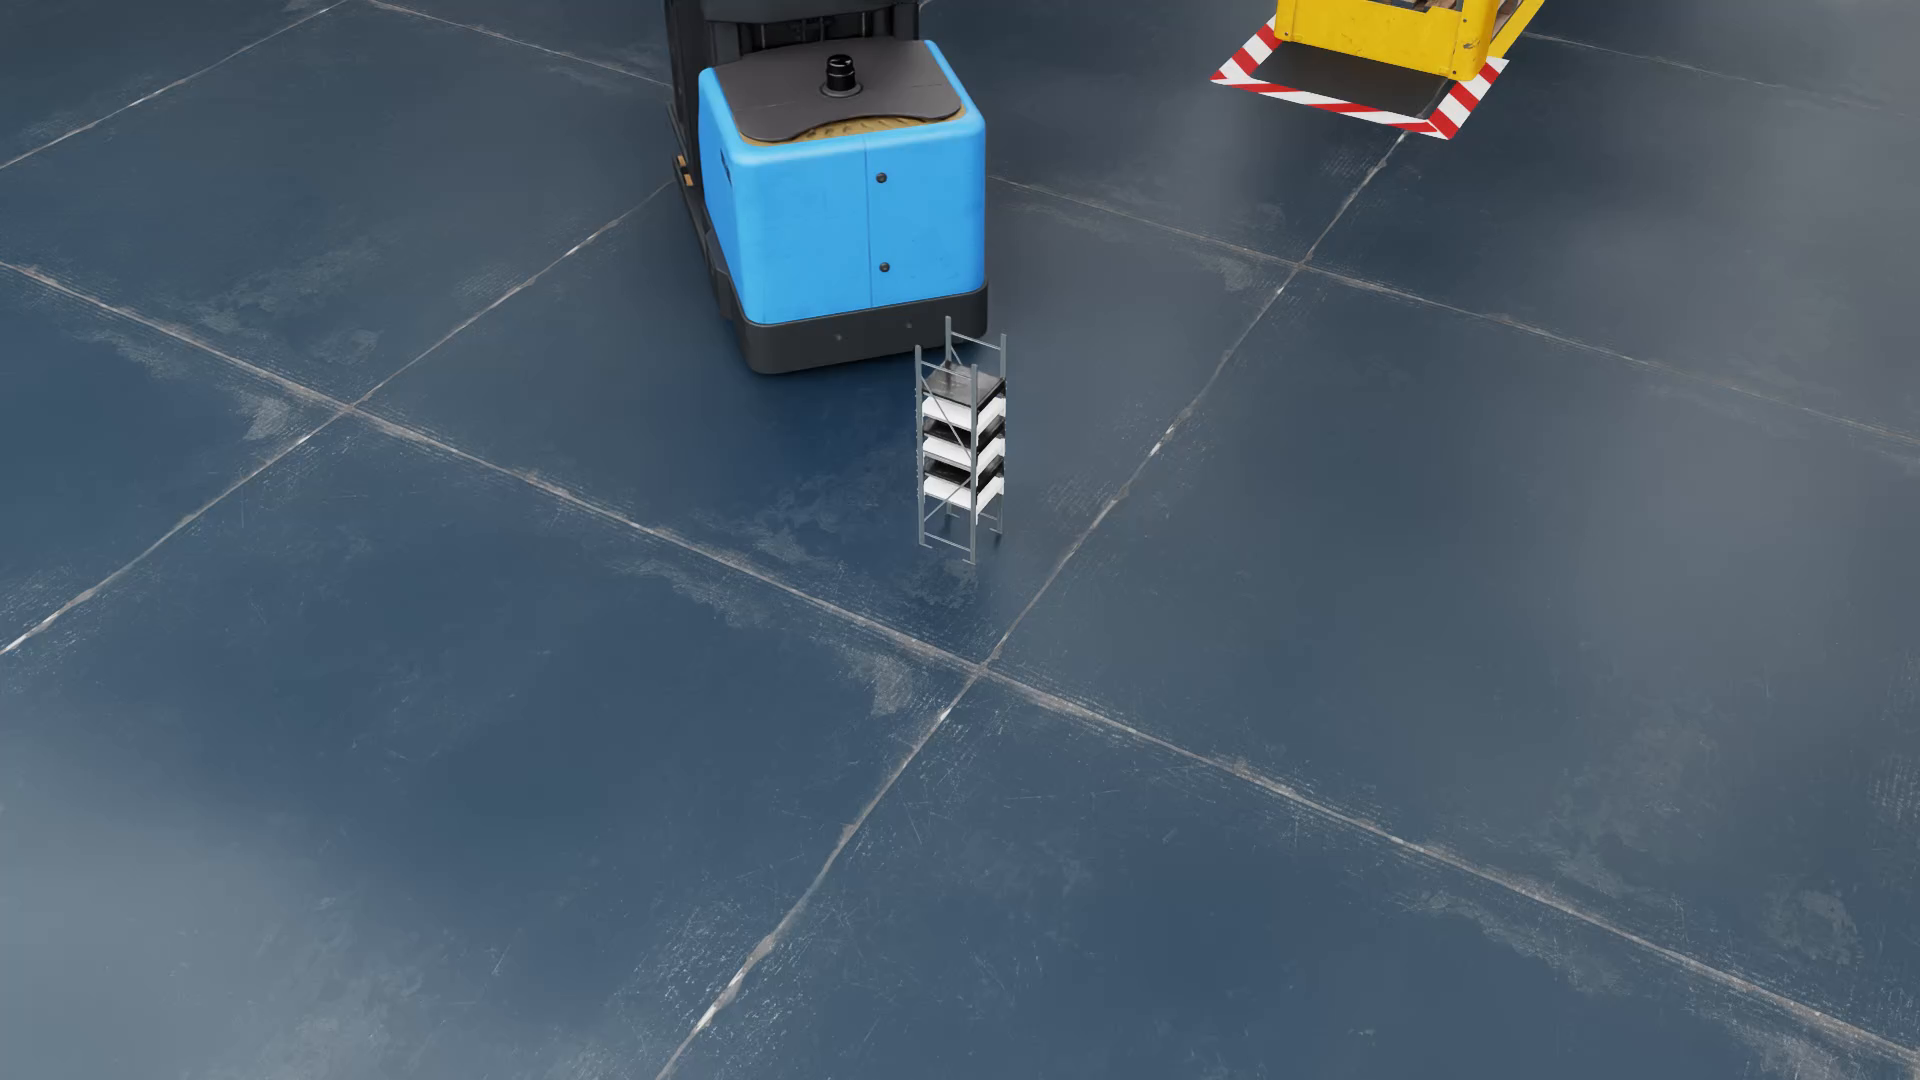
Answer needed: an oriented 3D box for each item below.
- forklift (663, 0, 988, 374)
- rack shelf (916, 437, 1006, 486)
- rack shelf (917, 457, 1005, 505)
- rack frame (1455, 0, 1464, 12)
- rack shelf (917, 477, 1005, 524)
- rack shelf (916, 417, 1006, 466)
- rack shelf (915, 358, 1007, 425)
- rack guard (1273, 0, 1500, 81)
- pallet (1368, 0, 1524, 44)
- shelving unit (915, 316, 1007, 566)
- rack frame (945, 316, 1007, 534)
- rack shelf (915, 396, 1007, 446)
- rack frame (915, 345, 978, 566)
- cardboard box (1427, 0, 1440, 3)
[{"bbox_3d":[-0.788,-2.776,7.184,1.130,2.935,3.031,-11,43,-12],"label":"forklift"},{"bbox_3d":[0.004,-0.317,5.980,0.258,0.077,0.200,21,45,22],"label":"rack shelf"},{"bbox_3d":[0.004,-0.250,6.039,0.258,0.077,0.200,21,45,22],"label":"rack shelf"},{"bbox_3d":[2.328,-3.868,8.372,1.000,3.000,0.127,21,45,22],"label":"rack frame"},{"bbox_3d":[0.004,-0.182,6.099,0.258,0.077,0.200,21,45,22],"label":"rack shelf"},{"bbox_3d":[0.004,-0.385,5.920,0.258,0.077,0.200,21,45,22],"label":"rack shelf"},{"bbox_3d":[0.004,-0.520,5.801,0.258,0.077,0.200,21,45,22],"label":"rack shelf"},{"bbox_3d":[2.366,-2.973,9.248,1.175,0.500,0.348,21,45,22],"label":"rack guard"},{"bbox_3d":[2.803,-3.318,9.858,1.003,0.211,1.213,21,45,22],"label":"pallet"},{"bbox_3d":[0.004,-0.342,5.958,0.258,0.900,0.210,21,45,22],"label":"shelving unit"},{"bbox_3d":[0.055,-0.401,6.024,0.240,0.900,0.006,21,45,22],"label":"rack frame"},{"bbox_3d":[0.004,-0.452,5.861,0.258,0.077,0.200,21,45,22],"label":"rack shelf"},{"bbox_3d":[-0.047,-0.284,5.892,0.240,0.900,0.006,21,45,22],"label":"rack frame"},{"bbox_3d":[2.655,-3.439,9.459,0.500,0.500,0.500,30,49,29],"label":"cardboard box"}]
